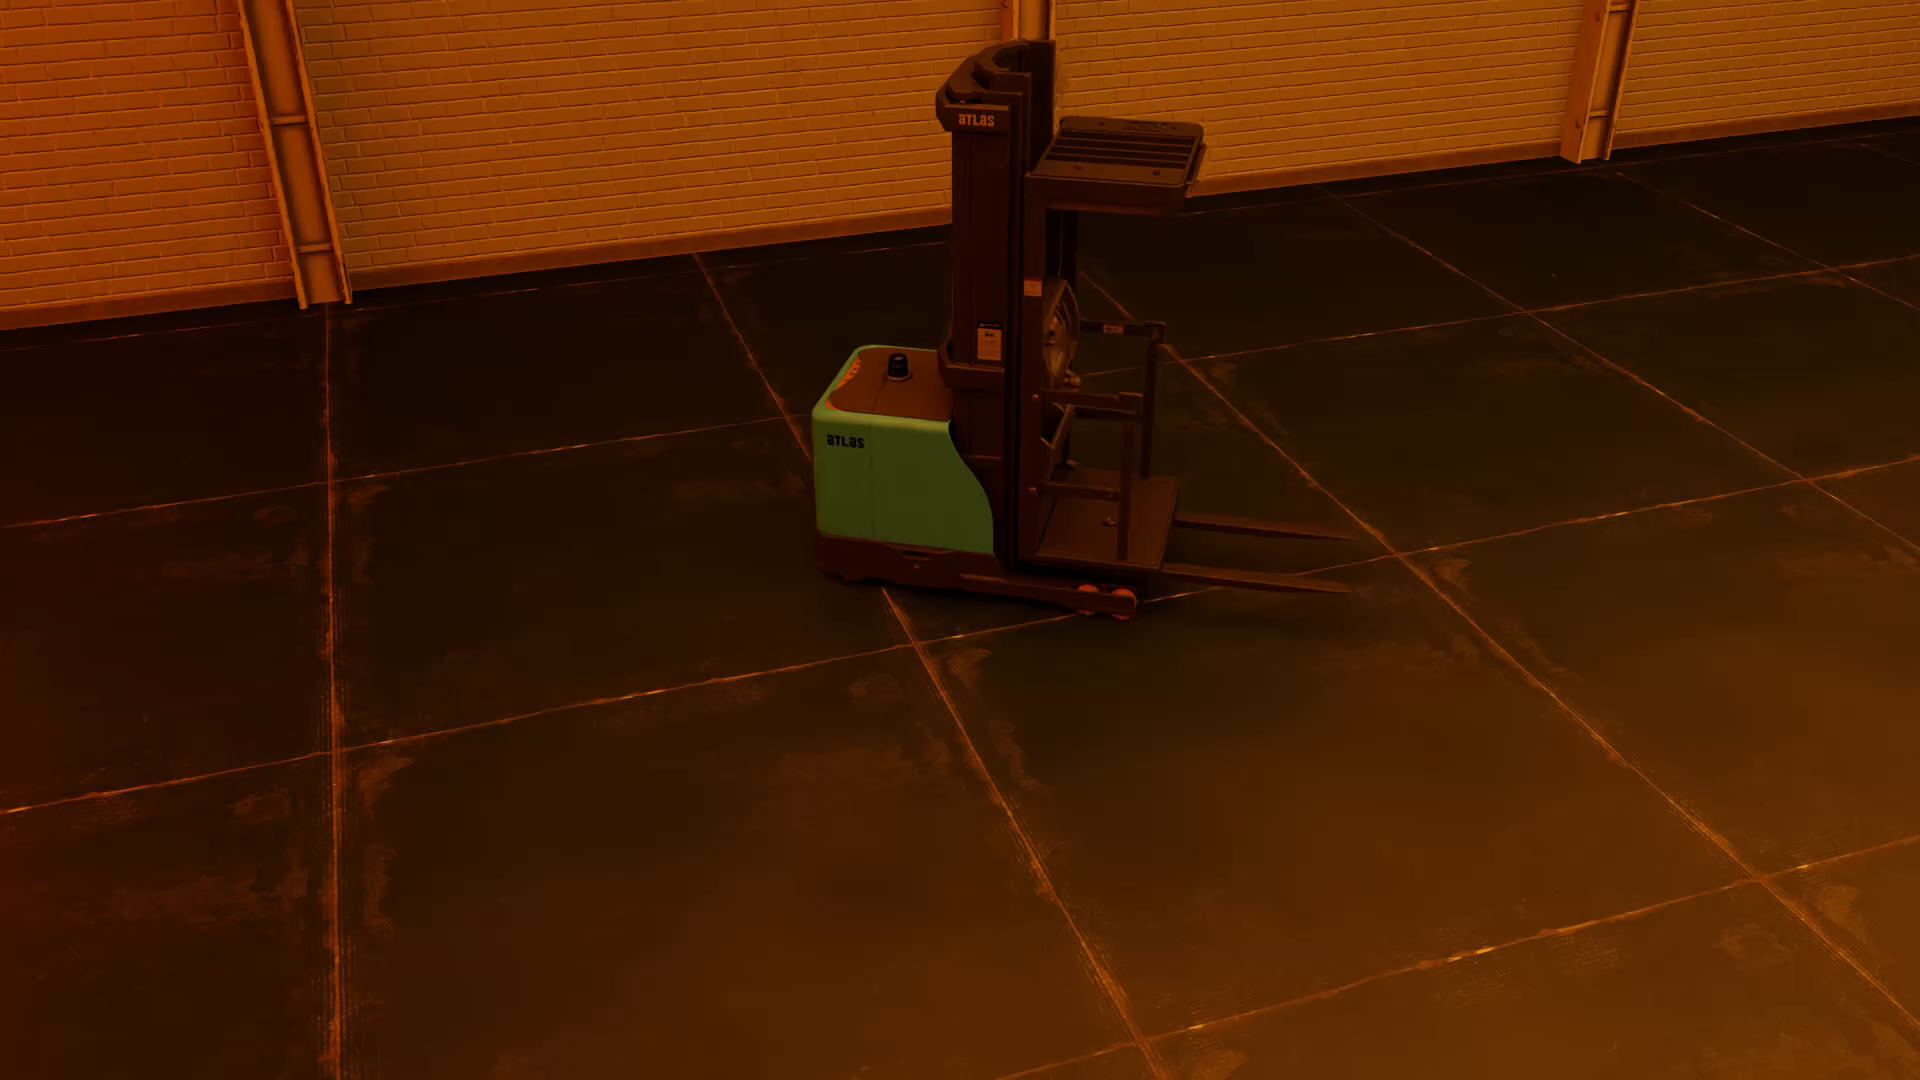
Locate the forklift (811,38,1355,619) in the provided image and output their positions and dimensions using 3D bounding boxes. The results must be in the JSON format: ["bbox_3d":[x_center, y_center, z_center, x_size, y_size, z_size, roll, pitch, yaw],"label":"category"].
[{"bbox_3d":[0.738,-1.121,9.036,3.031,2.935,1.130,6,31,11],"label":"forklift"}]
